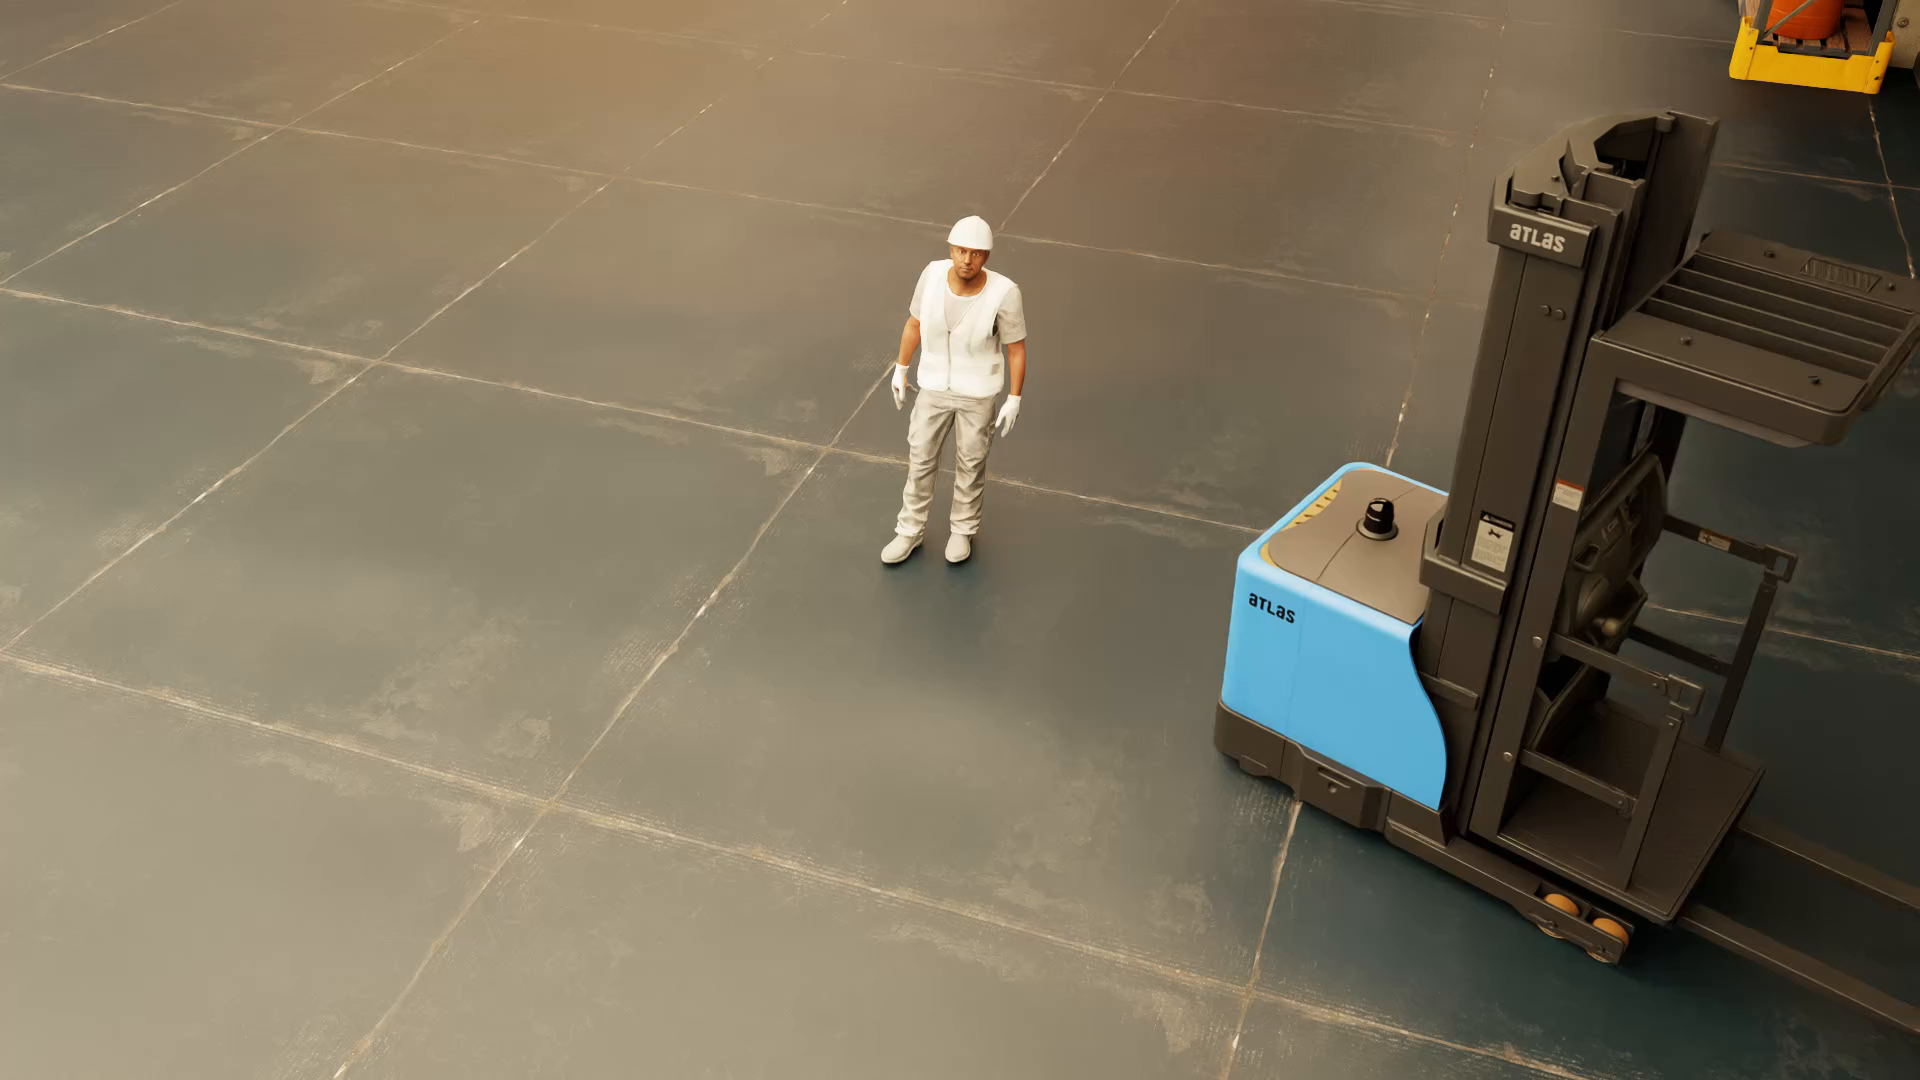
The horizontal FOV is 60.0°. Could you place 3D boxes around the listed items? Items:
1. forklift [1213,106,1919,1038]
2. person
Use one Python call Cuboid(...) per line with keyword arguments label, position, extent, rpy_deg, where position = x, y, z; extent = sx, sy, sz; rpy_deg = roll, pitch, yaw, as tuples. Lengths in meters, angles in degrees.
Cuboid(label="forklift", position=(2.568, 0.071, 6.010), extent=(3.031, 2.935, 1.130), rpy_deg=(25, 43, 31))
Cuboid(label="person", position=(-0.032, -0.696, 8.072), extent=(0.656, 1.781, 0.577), rpy_deg=(12, 37, 16))
